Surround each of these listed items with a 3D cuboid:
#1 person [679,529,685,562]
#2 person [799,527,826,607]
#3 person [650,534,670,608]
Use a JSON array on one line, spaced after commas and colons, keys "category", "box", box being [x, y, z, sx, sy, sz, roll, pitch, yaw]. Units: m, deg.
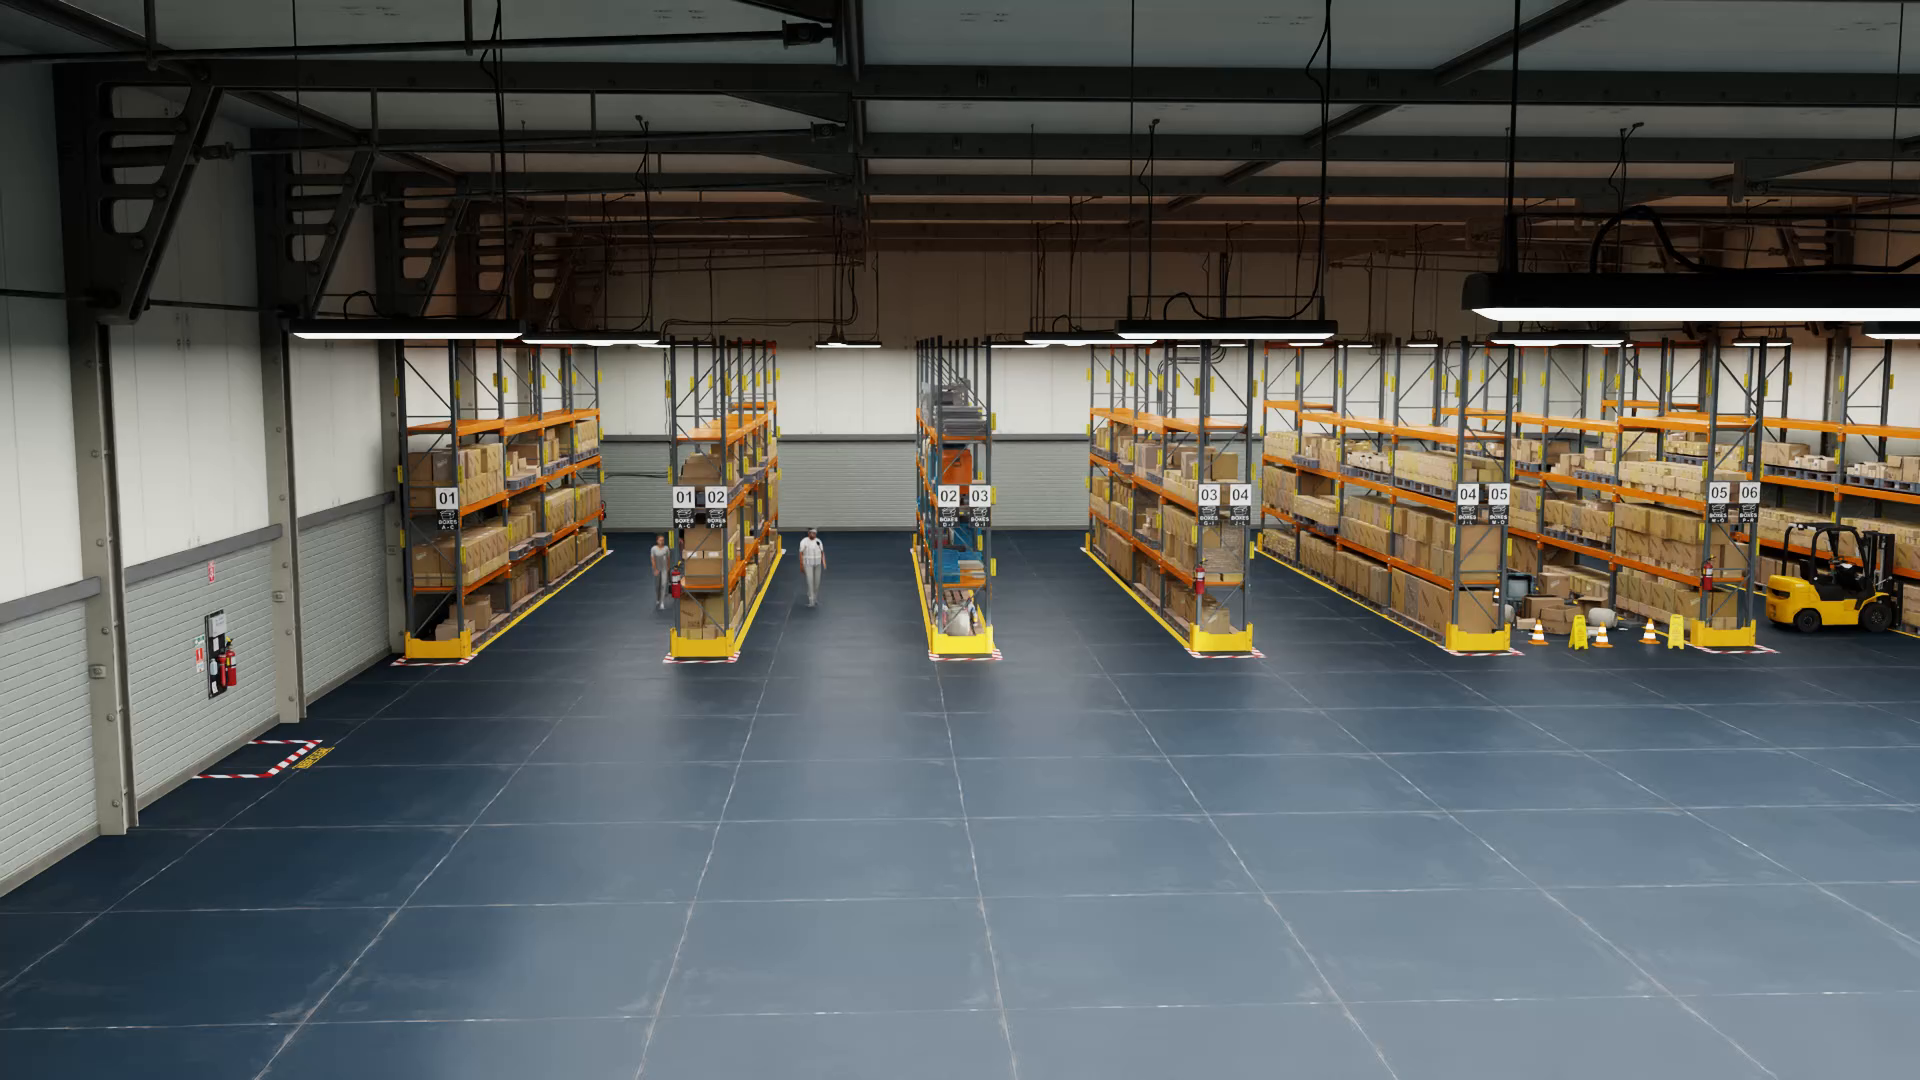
[{"category": "person", "box": [-7.076, 0.035, 42.998, 0.618, 1.626, 0.720, 1, 7, 7]}, {"category": "person", "box": [-3.283, 0.597, 37.641, 0.554, 1.771, 0.726, -3, 7, -28]}, {"category": "person", "box": [-6.711, 0.677, 37.264, 0.436, 1.620, 0.952, -1, 7, -12]}]
